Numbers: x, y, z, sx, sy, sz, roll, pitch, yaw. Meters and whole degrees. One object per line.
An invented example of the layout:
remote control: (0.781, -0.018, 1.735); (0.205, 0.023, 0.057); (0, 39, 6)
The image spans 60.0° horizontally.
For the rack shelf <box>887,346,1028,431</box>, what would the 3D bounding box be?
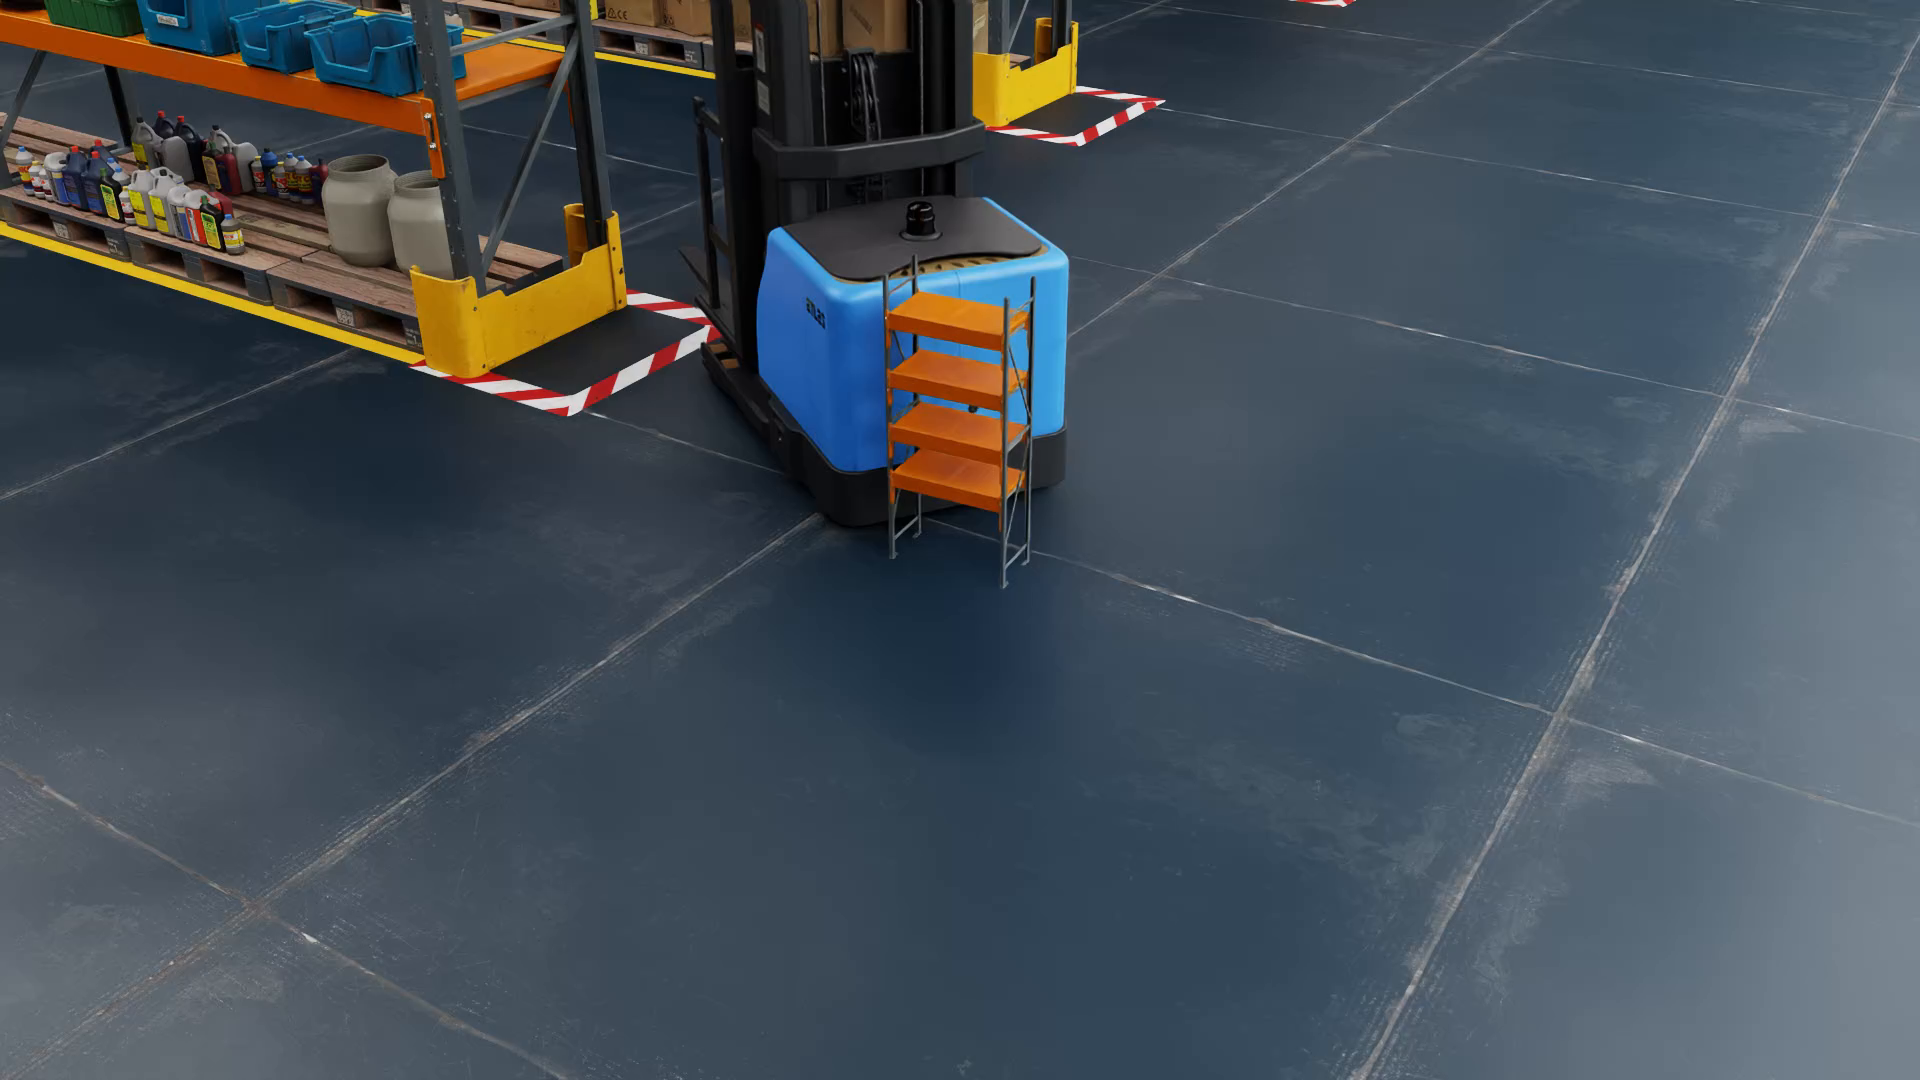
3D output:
rack shelf: (-0.003, -0.572, 6.230); (0.480, 0.148, 0.258); (14, 33, 23)

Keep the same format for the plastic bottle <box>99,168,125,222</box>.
plastic bottle: (-4.772, -1.946, 9.368); (0.133, 0.283, 0.061); (19, 35, 29)

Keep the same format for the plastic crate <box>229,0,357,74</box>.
plastic crate: (-3.255, -2.482, 8.175); (0.408, 0.251, 0.499); (18, 35, 27)

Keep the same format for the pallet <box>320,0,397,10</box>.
pallet: (-5.606, -5.206, 15.465); (1.213, 0.211, 1.003); (18, 35, 27)

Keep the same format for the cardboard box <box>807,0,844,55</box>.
cardboard box: (-1.056, -4.075, 12.822); (0.500, 0.500, 0.500); (21, 36, 32)

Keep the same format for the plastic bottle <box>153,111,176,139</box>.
plastic bottle: (-4.814, -2.431, 10.133); (0.185, 0.351, 0.144); (17, 34, 26)

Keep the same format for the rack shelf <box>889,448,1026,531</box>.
rack shelf: (-0.003, -0.208, 6.443); (0.480, 0.148, 0.258); (14, 33, 23)

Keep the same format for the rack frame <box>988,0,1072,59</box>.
rack frame: (0.508, -4.477, 11.448); (0.127, 3.000, 1.000); (18, 35, 27)

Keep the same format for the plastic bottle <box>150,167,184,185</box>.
plastic bottle: (-4.472, -1.961, 9.401); (0.135, 0.276, 0.152); (18, 35, 27)

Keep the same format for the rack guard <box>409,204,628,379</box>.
rack guard: (-2.214, -1.284, 8.455); (0.348, 0.500, 1.175); (18, 35, 27)

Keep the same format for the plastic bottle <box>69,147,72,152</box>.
plastic bottle: (-5.131, -2.150, 9.718); (0.133, 0.283, 0.061); (18, 35, 27)

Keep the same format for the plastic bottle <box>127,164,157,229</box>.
plastic bottle: (-4.530, -1.923, 9.262); (0.185, 0.351, 0.144); (17, 34, 27)

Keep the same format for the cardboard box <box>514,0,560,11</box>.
cardboard box: (-3.388, -4.833, 14.102); (0.500, 0.500, 0.700); (15, 33, 24)

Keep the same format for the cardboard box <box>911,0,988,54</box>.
cardboard box: (-0.012, -3.754, 12.271); (0.500, 0.500, 0.500); (25, 39, 36)

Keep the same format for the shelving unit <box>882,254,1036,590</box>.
shelving unit: (-0.003, -0.437, 6.309); (0.503, 1.200, 0.258); (14, 33, 23)

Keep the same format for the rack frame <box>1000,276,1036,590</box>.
rack frame: (0.215, -0.381, 6.213); (0.015, 1.200, 0.240); (14, 33, 23)

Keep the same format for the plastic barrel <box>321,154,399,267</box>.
plastic barrel: (-3.147, -1.748, 8.822); (0.421, 0.512, 0.421); (0, 30, 0)

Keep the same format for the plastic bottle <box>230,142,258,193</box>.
plastic bottle: (-4.242, -2.216, 9.838); (0.135, 0.276, 0.152); (18, 35, 28)

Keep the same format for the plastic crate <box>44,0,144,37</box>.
plastic crate: (-4.513, -2.859, 8.885); (0.662, 0.188, 0.450); (18, 35, 27)

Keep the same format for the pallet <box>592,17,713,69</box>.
pallet: (-2.292, -4.180, 13.705); (1.213, 0.211, 1.003); (18, 35, 27)

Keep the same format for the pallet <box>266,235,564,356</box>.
pallet: (-2.899, -1.379, 8.905); (1.213, 0.211, 1.003); (18, 35, 27)

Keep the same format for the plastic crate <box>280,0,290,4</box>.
plastic crate: (-4.003, -2.994, 9.168); (0.437, 0.136, 0.530); (18, 35, 27)

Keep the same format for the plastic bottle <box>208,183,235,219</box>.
plastic bottle: (-4.056, -1.810, 9.135); (0.133, 0.283, 0.061); (18, 35, 27)

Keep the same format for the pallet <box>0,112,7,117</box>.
pallet: (-7.236, -2.751, 11.256); (1.213, 0.211, 1.003); (18, 35, 27)

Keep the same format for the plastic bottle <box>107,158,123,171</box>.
plastic bottle: (-4.863, -2.066, 9.586); (0.097, 0.271, 0.097); (0, 30, 0)

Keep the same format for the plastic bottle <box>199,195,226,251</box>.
plastic bottle: (-4.022, -1.709, 8.961); (0.133, 0.283, 0.061); (18, 35, 29)

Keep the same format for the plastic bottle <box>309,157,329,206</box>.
plastic bottle: (-3.677, -2.067, 9.576); (0.133, 0.283, 0.061); (18, 35, 28)

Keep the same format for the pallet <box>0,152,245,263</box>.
pallet: (-4.966, -2.033, 10.025); (1.213, 0.211, 1.003); (18, 35, 27)

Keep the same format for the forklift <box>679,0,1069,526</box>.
forklift: (-0.609, -2.047, 7.349); (1.130, 2.935, 3.031); (-13, 33, -20)

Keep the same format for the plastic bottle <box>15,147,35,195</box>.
plastic bottle: (-5.476, -2.174, 9.771); (0.097, 0.271, 0.097); (0, 30, 0)

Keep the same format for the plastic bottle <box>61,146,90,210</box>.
plastic bottle: (-5.050, -2.088, 9.544); (0.185, 0.351, 0.144); (19, 35, 29)

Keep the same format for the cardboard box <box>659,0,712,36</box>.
cardboard box: (-2.073, -4.376, 13.339); (0.500, 0.500, 0.500); (-23, 37, -33)

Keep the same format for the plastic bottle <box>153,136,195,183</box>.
plastic bottle: (-4.709, -2.278, 9.944); (0.135, 0.276, 0.152); (18, 35, 27)

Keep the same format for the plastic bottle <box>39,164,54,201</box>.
plastic bottle: (-5.304, -2.090, 9.695); (0.097, 0.201, 0.097); (0, 30, 0)

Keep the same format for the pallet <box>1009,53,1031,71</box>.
pallet: (-0.225, -3.526, 12.585); (1.213, 0.211, 1.003); (18, 35, 27)

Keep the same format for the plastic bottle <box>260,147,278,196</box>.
plastic bottle: (-4.042, -2.167, 9.758); (0.097, 0.271, 0.097); (0, 30, 0)

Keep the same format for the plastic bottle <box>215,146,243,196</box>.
plastic bottle: (-4.299, -2.174, 9.758); (0.133, 0.283, 0.061); (18, 35, 27)

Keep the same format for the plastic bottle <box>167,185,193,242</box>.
plastic bottle: (-4.230, -1.798, 9.122); (0.135, 0.276, 0.152); (17, 34, 26)

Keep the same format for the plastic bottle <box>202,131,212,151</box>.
plastic bottle: (-4.491, -2.325, 10.018); (0.133, 0.283, 0.061); (20, 36, 31)

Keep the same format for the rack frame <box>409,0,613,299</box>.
rack frame: (-2.125, -2.364, 7.825); (0.127, 3.000, 1.000); (18, 35, 27)

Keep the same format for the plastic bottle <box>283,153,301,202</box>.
plastic bottle: (-3.870, -2.112, 9.665); (0.097, 0.271, 0.097); (0, 30, 0)

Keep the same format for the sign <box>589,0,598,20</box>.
sign: (-1.829, -2.717, 8.155); (0.005, 0.325, 0.100); (18, 35, 27)
